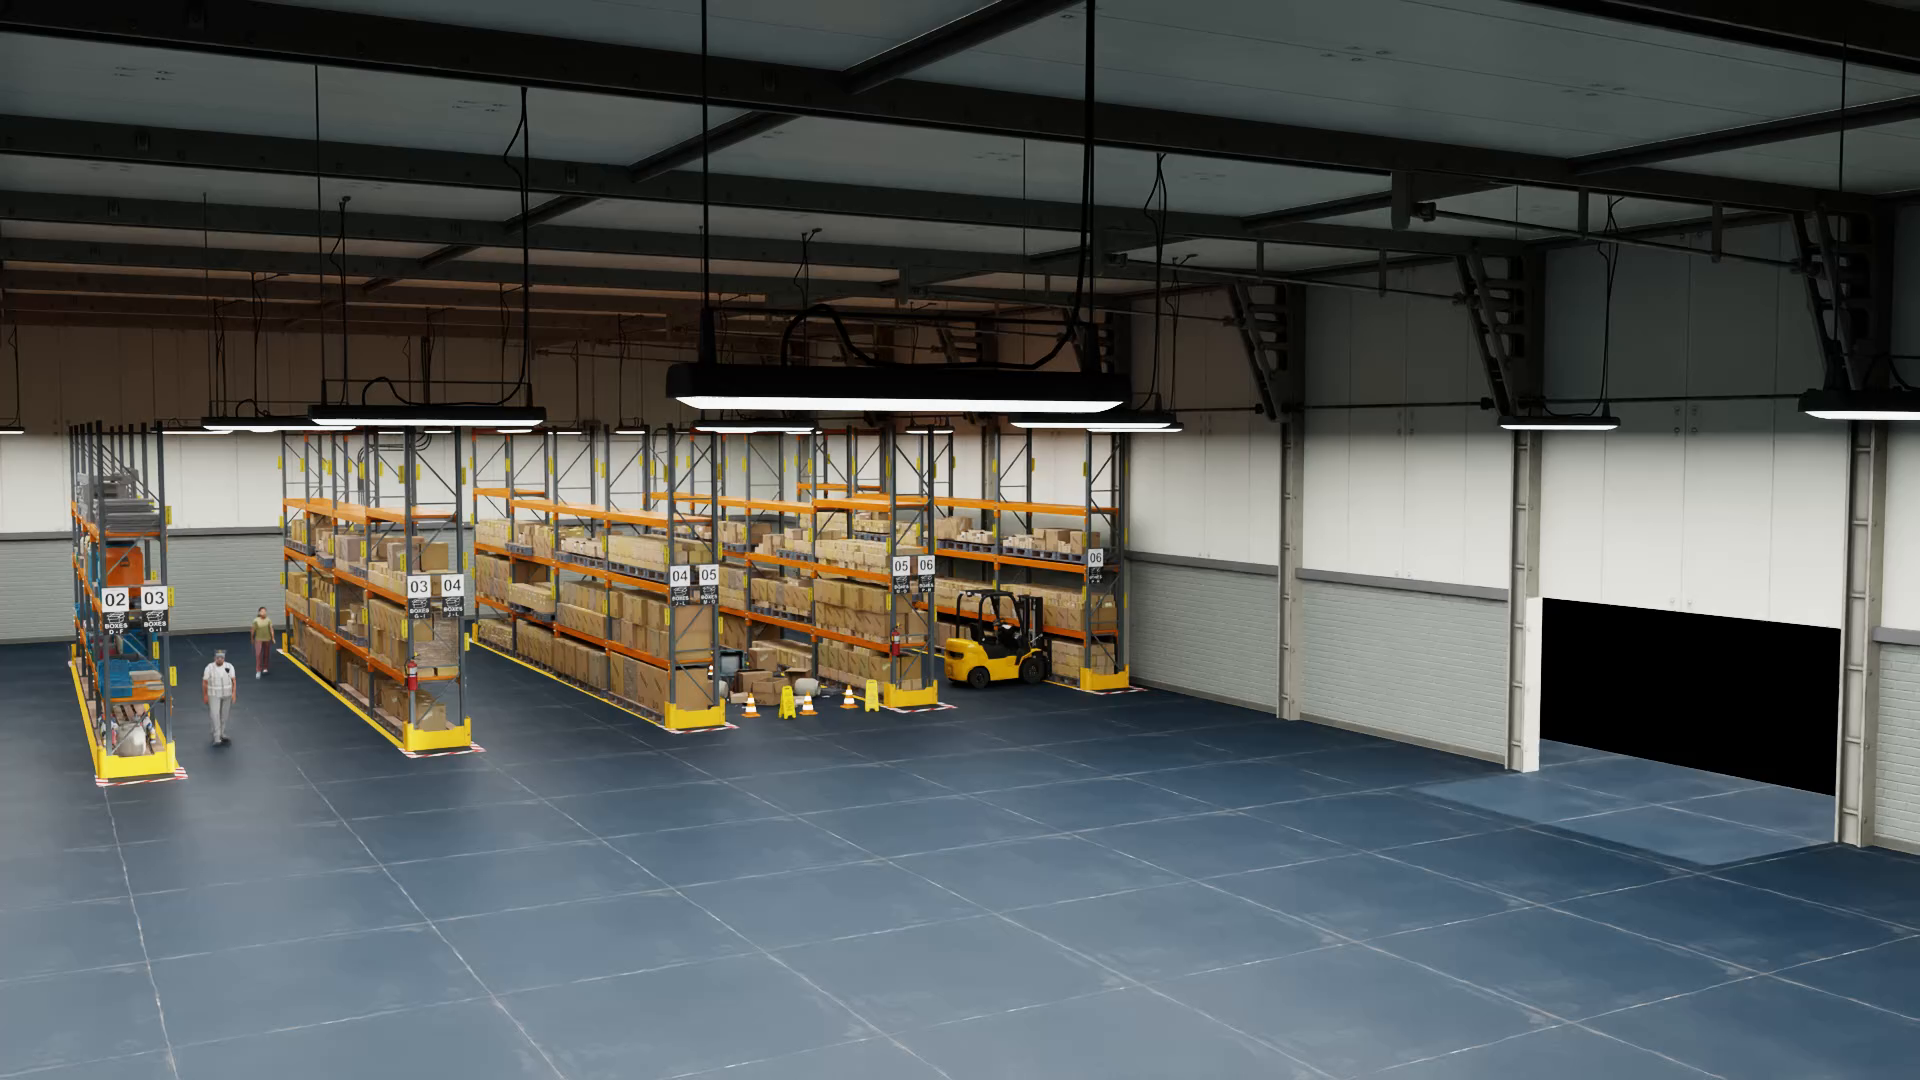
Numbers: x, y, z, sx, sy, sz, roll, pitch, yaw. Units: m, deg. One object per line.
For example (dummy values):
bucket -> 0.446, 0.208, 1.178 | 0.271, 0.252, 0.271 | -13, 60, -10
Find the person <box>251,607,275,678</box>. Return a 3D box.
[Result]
person -> -16.722, 2.420, 39.897 | 0.536, 1.642, 0.932 | -2, 4, -25

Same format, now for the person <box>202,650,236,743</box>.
person -> -13.885, 2.910, 31.257 | 0.547, 1.710, 0.976 | -3, 5, -42
